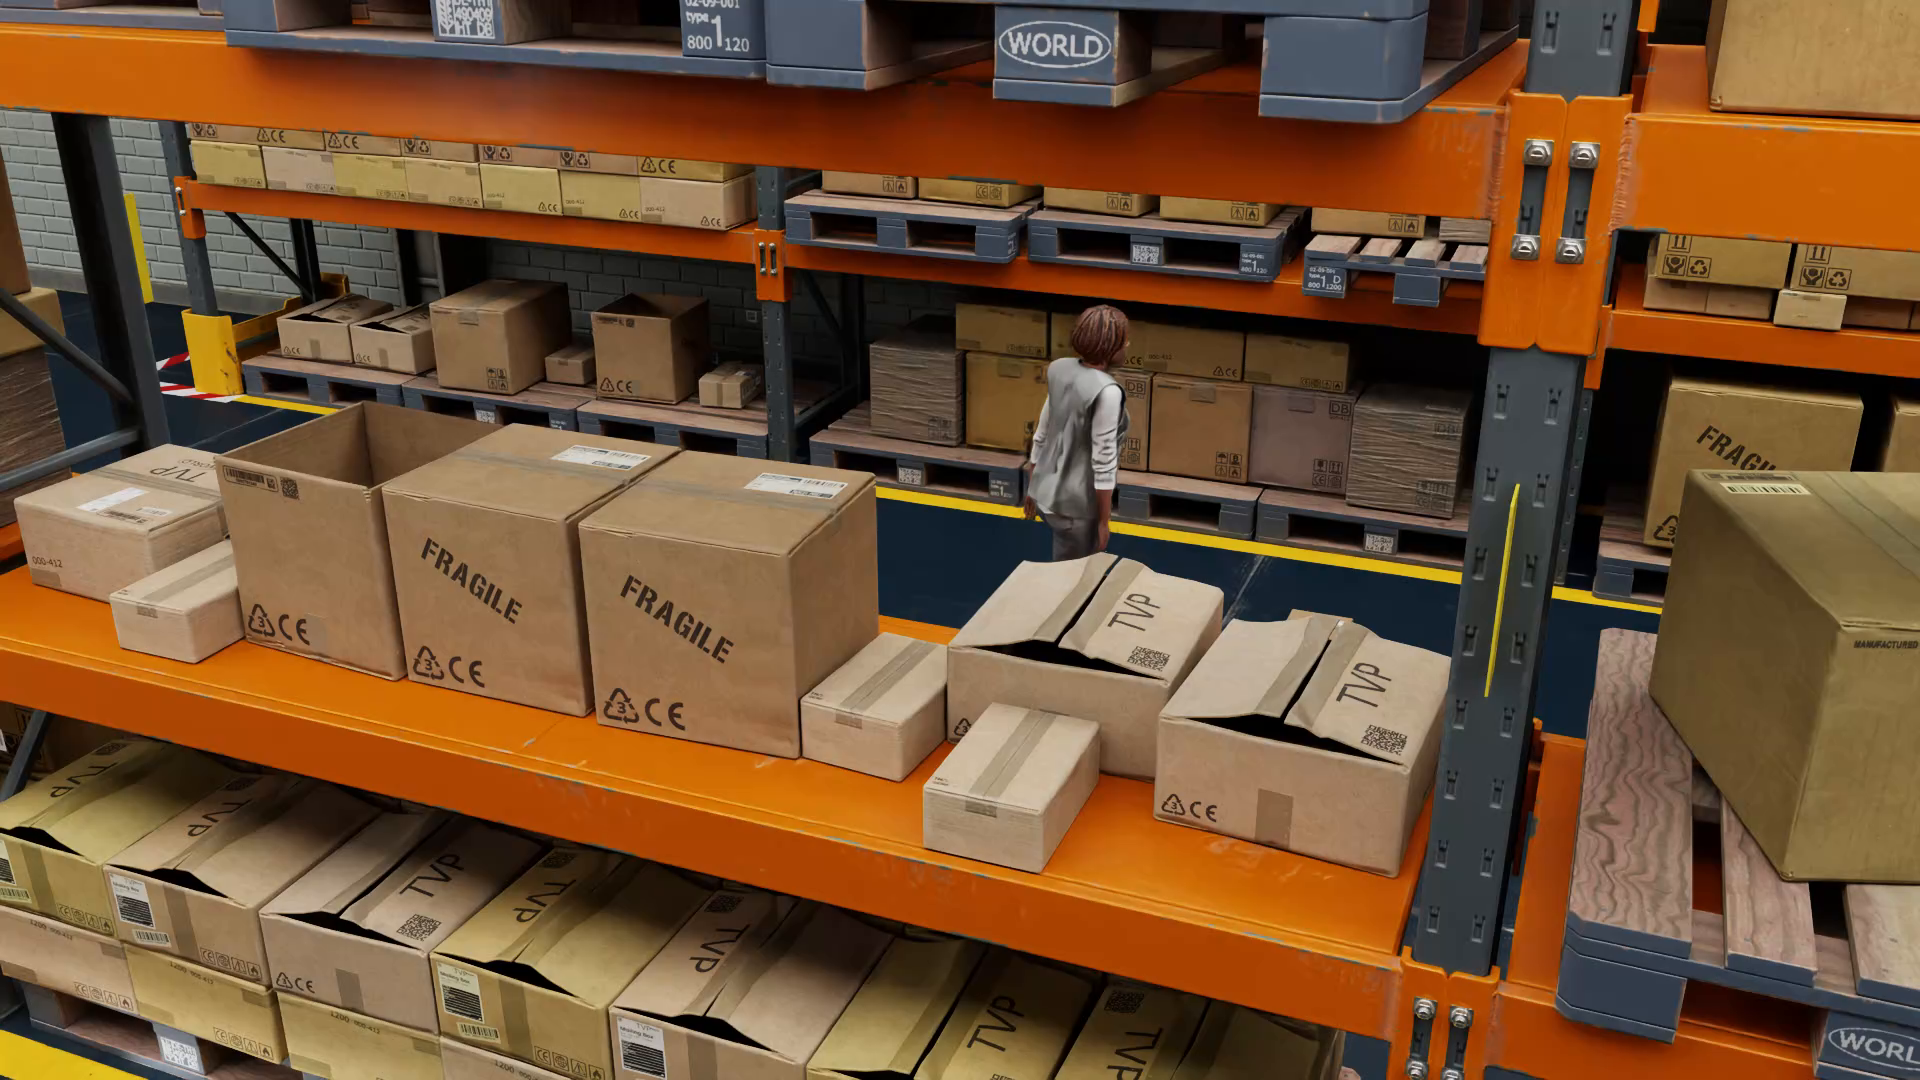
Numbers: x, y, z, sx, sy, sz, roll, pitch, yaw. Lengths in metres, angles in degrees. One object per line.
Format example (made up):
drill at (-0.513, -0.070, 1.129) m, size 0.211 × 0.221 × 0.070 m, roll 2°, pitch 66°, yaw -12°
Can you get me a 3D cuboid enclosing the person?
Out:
person at (0.425, -0.122, 6.361) m, size 0.435 × 1.584 × 0.445 m, roll -11°, pitch 25°, yaw -24°
